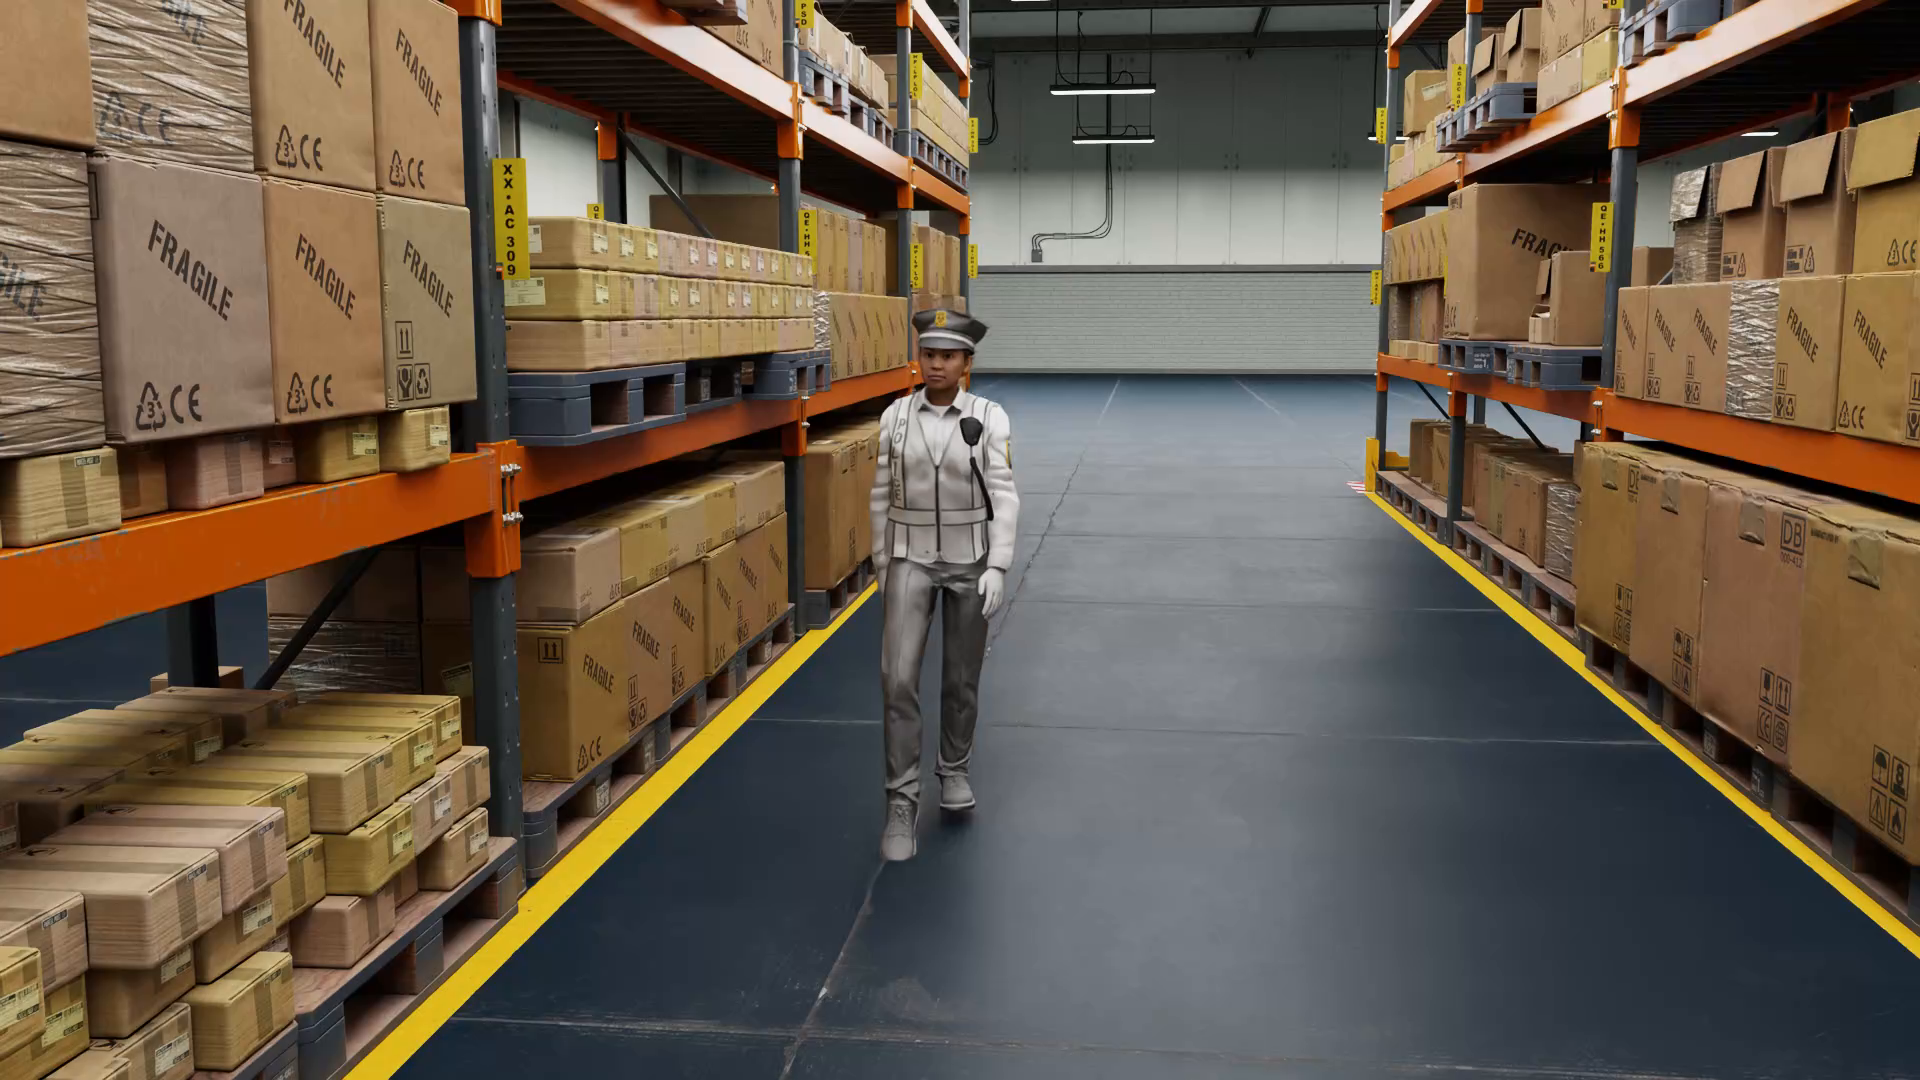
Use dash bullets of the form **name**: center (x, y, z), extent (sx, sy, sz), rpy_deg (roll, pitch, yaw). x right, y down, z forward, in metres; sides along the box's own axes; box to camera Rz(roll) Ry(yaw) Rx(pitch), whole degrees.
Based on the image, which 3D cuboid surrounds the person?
- **person**: center (-0.060, 0.129, 5.303), extent (0.499, 1.717, 0.753), rpy_deg (0, 8, 3)
